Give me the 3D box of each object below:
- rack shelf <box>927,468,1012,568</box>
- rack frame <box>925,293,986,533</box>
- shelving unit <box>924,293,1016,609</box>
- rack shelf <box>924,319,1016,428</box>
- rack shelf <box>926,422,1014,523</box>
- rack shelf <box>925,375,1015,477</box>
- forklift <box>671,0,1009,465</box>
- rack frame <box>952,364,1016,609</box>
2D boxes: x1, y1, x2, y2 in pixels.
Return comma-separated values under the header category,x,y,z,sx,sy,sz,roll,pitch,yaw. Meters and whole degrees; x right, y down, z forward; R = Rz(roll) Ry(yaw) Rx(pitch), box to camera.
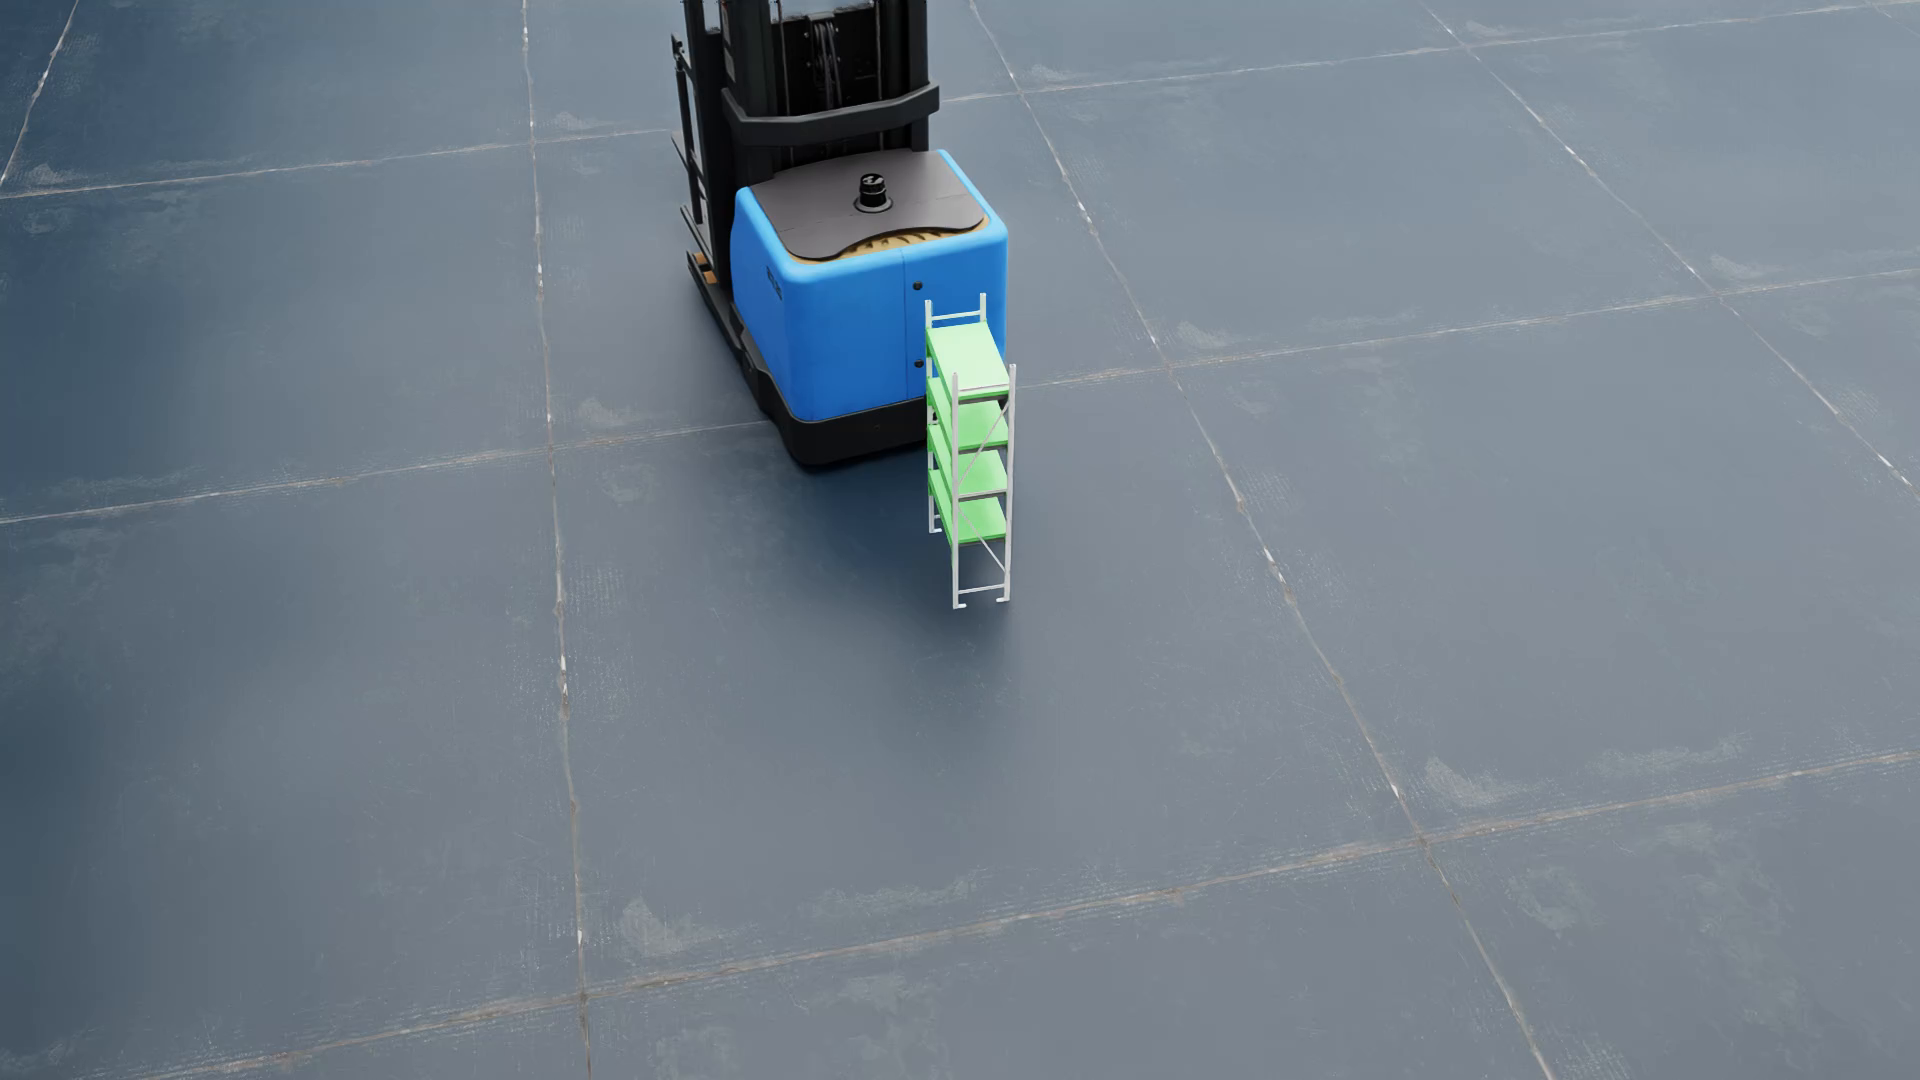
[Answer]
category,x,y,z,sx,sy,sz,roll,pitch,yaw
rack shelf,0.036,-0.114,6.933,0.258,0.148,0.480,-8,42,-9
rack frame,-0.017,-0.500,6.909,0.240,1.200,0.015,-8,42,-9
shelving unit,0.036,-0.341,6.731,0.258,1.200,0.503,-8,42,-9
rack shelf,0.036,-0.653,6.455,0.258,0.148,0.480,-8,42,-9
rack shelf,0.036,-0.294,6.773,0.258,0.148,0.480,-8,42,-9
rack shelf,0.036,-0.473,6.614,0.258,0.148,0.480,-8,42,-9
forklift,-0.788,-2.422,7.771,1.130,2.935,3.031,-15,44,-16
rack frame,0.088,-0.183,6.553,0.240,1.200,0.015,-8,42,-9
